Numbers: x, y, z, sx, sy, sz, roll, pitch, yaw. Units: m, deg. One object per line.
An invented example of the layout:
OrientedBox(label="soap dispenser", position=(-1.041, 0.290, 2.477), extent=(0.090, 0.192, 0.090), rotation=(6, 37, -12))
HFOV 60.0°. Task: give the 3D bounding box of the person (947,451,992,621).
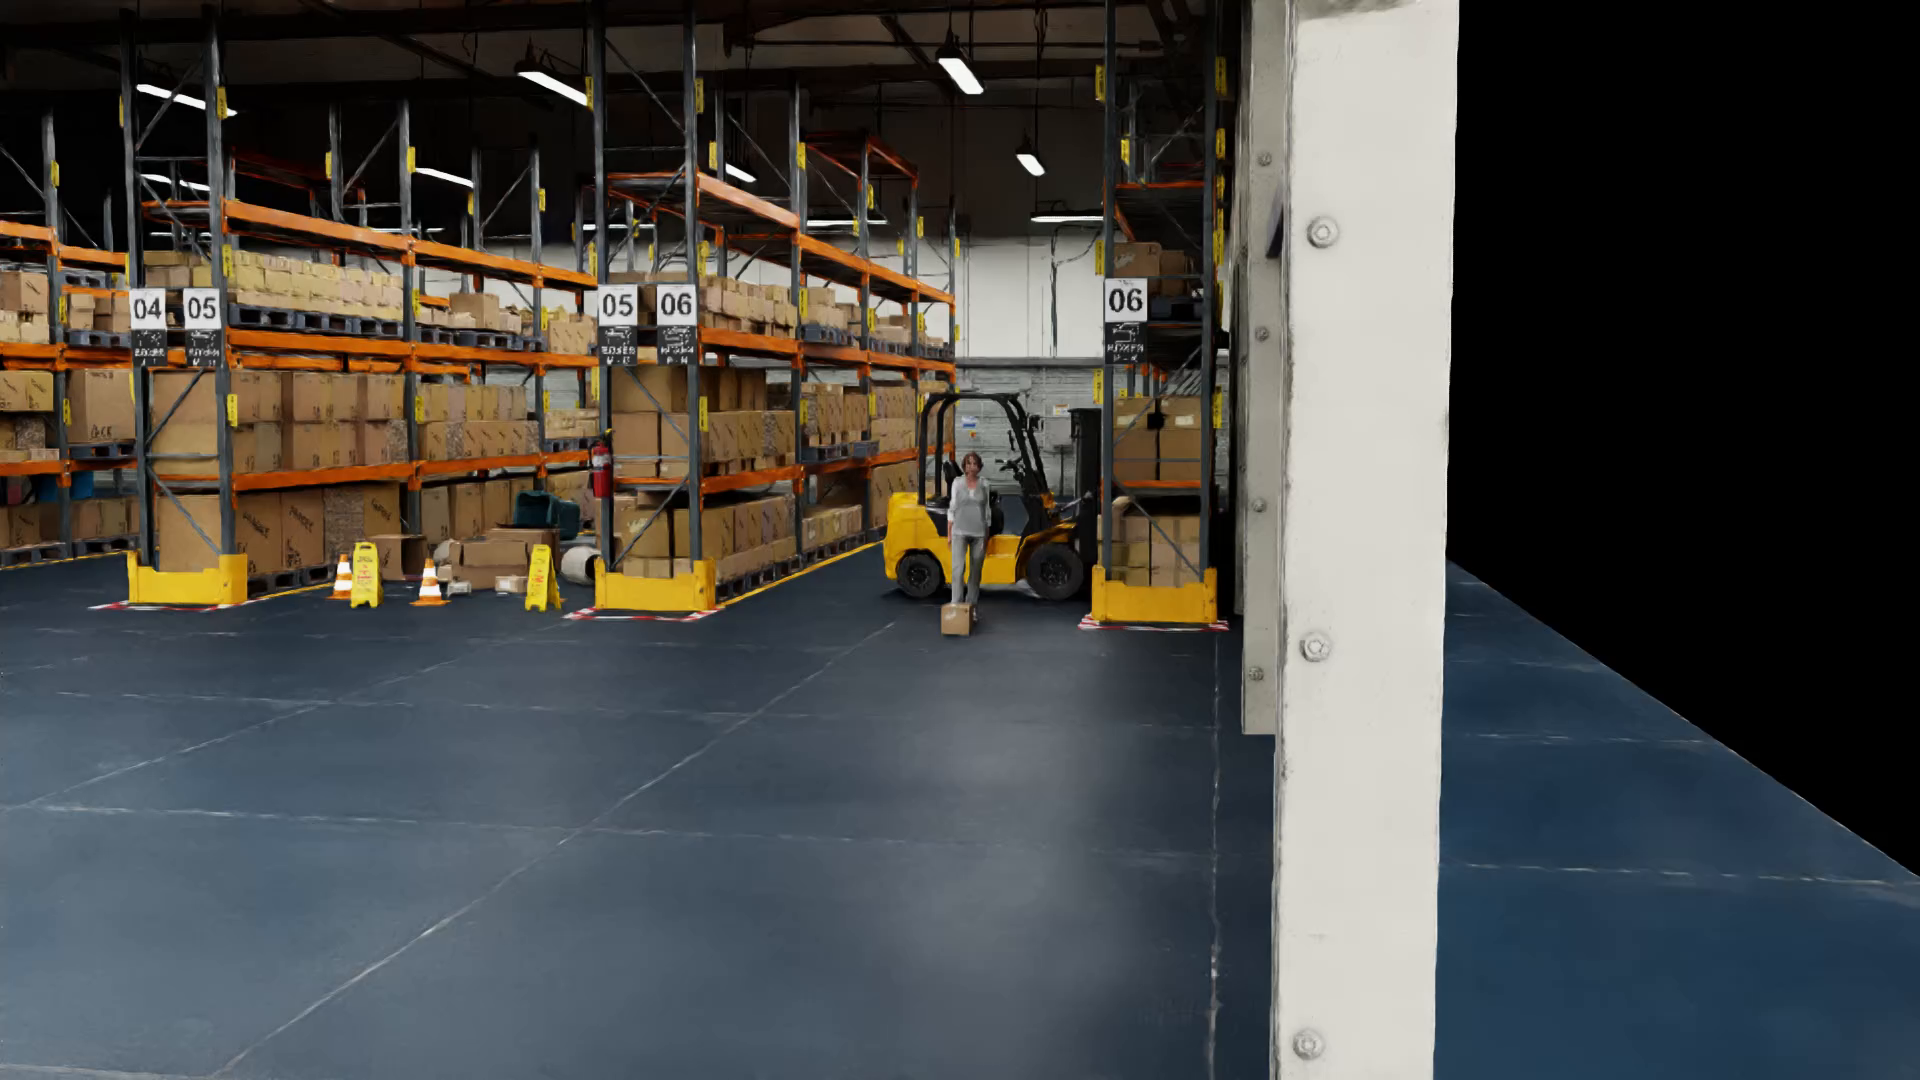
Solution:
OrientedBox(label="person", position=(0.085, -0.027, 15.356), extent=(0.435, 1.590, 0.644), rotation=(0, 5, -6))
